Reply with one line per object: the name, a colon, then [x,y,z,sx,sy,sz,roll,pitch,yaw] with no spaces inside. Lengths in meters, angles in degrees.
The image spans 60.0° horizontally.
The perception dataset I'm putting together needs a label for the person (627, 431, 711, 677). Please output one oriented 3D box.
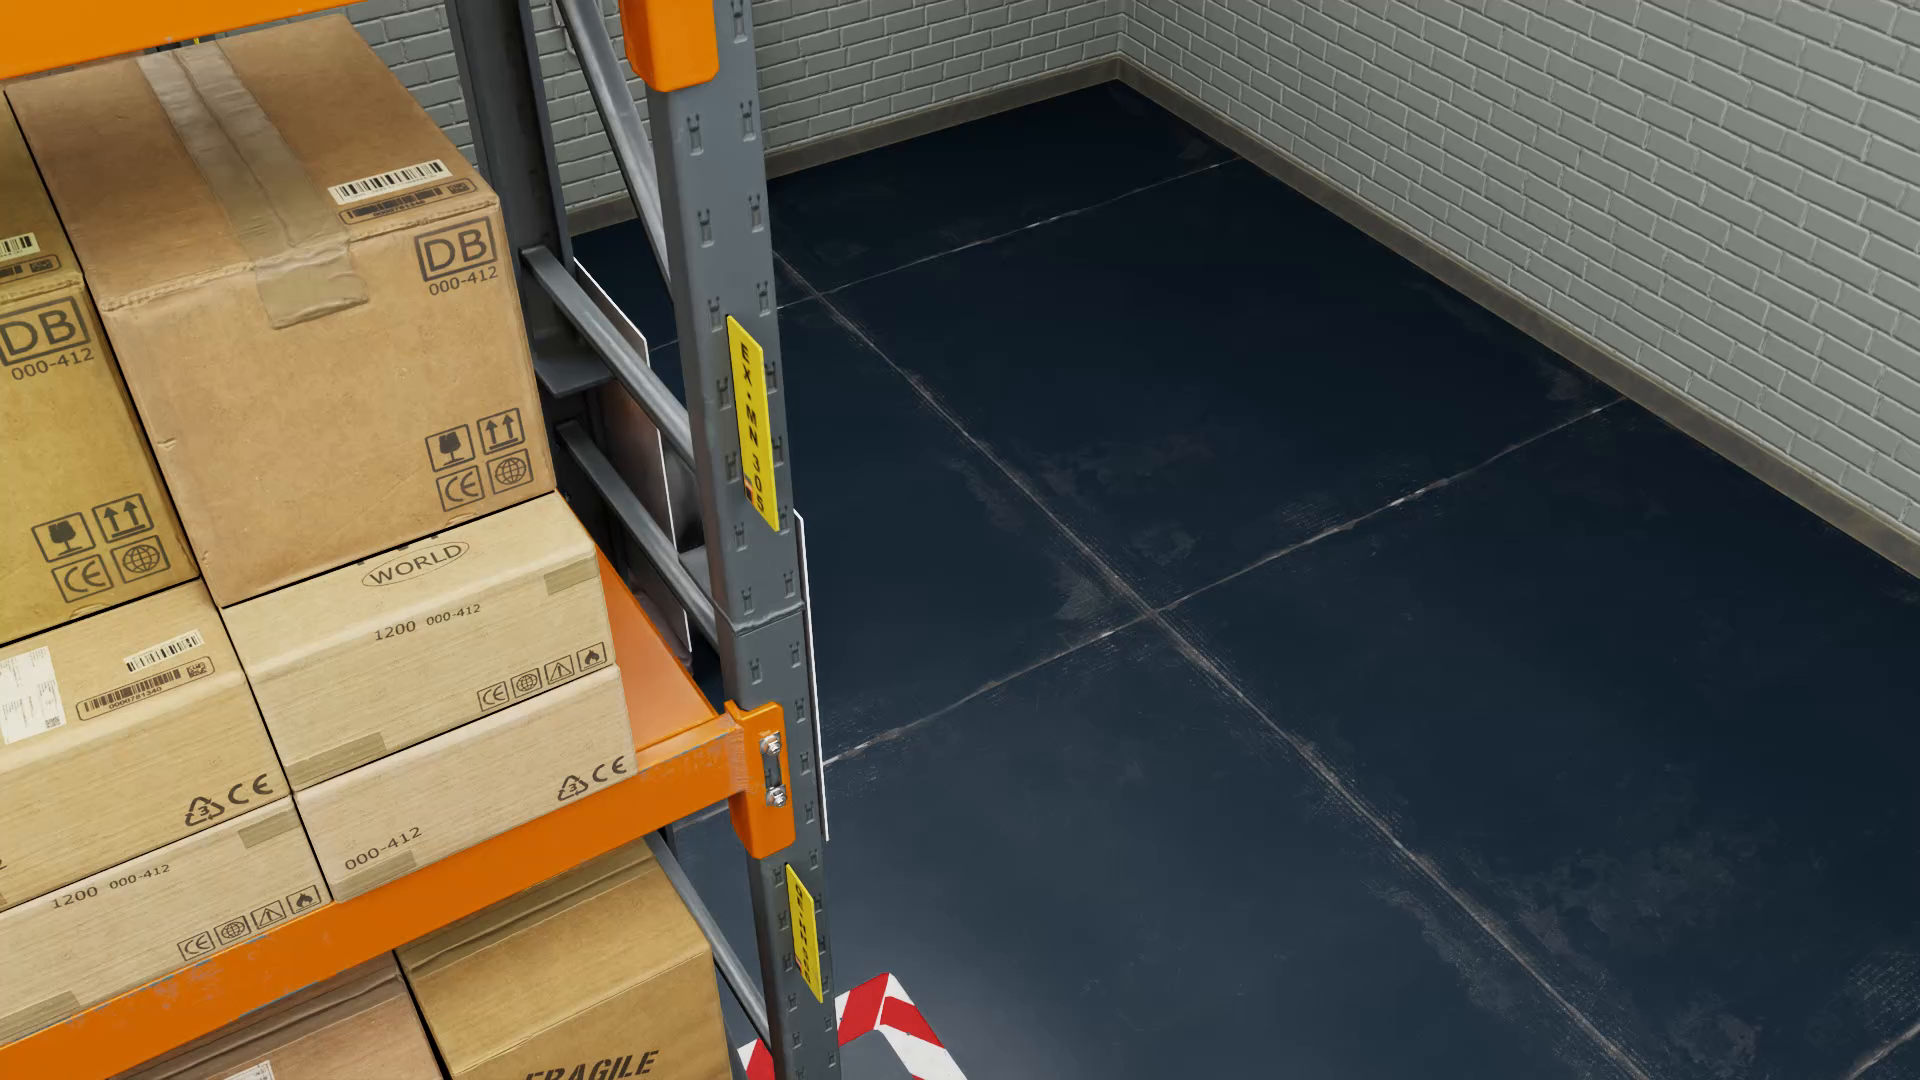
person: [-1.200,-0.008,6.682,0.502,1.078,0.949,-25,46,-26]
